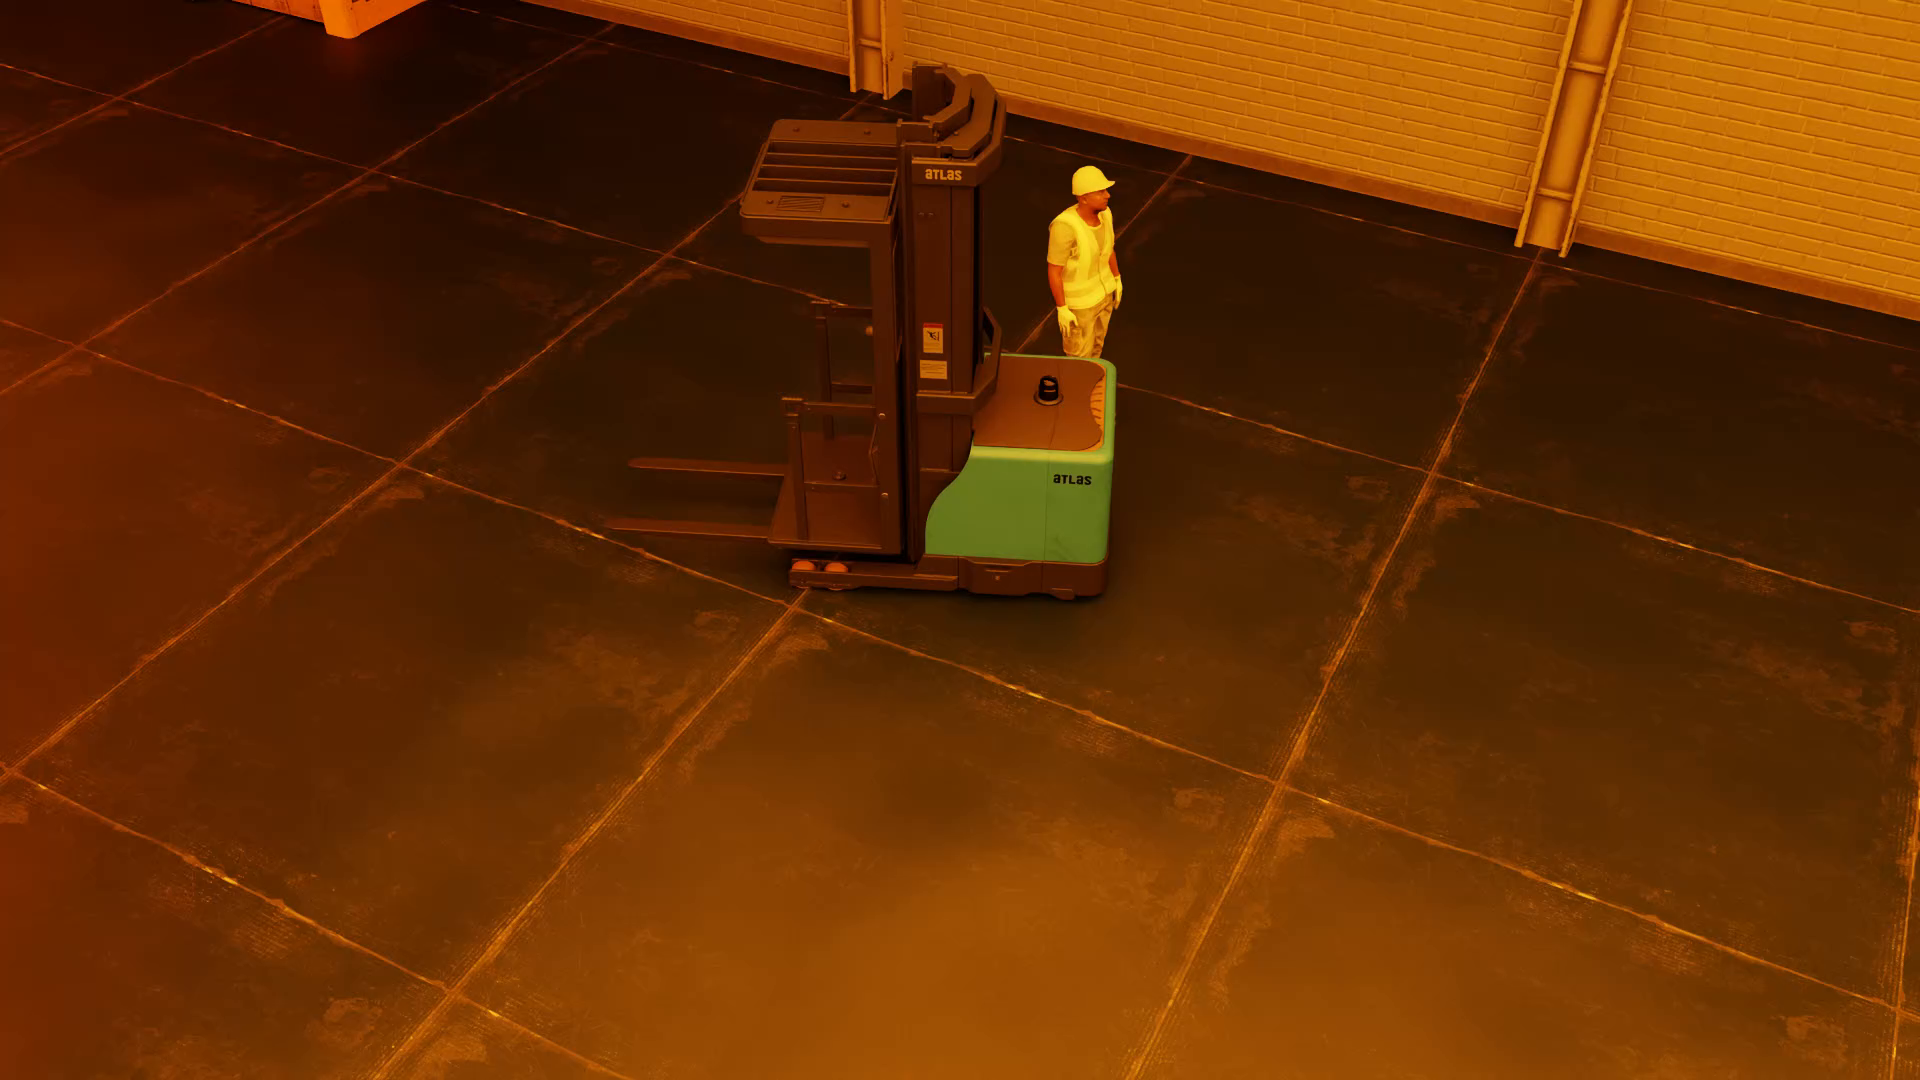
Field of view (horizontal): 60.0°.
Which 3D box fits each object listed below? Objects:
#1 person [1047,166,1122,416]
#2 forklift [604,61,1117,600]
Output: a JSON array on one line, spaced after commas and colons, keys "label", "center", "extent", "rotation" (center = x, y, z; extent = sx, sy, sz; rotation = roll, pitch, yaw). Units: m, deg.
[{"label": "person", "center": [0.870, -1.527, 10.680], "extent": [0.577, 1.781, 0.656], "rotation": [27, 47, 28]}, {"label": "forklift", "center": [-0.606, -1.157, 9.360], "extent": [3.031, 2.935, 1.130], "rotation": [3, 40, 4]}]
